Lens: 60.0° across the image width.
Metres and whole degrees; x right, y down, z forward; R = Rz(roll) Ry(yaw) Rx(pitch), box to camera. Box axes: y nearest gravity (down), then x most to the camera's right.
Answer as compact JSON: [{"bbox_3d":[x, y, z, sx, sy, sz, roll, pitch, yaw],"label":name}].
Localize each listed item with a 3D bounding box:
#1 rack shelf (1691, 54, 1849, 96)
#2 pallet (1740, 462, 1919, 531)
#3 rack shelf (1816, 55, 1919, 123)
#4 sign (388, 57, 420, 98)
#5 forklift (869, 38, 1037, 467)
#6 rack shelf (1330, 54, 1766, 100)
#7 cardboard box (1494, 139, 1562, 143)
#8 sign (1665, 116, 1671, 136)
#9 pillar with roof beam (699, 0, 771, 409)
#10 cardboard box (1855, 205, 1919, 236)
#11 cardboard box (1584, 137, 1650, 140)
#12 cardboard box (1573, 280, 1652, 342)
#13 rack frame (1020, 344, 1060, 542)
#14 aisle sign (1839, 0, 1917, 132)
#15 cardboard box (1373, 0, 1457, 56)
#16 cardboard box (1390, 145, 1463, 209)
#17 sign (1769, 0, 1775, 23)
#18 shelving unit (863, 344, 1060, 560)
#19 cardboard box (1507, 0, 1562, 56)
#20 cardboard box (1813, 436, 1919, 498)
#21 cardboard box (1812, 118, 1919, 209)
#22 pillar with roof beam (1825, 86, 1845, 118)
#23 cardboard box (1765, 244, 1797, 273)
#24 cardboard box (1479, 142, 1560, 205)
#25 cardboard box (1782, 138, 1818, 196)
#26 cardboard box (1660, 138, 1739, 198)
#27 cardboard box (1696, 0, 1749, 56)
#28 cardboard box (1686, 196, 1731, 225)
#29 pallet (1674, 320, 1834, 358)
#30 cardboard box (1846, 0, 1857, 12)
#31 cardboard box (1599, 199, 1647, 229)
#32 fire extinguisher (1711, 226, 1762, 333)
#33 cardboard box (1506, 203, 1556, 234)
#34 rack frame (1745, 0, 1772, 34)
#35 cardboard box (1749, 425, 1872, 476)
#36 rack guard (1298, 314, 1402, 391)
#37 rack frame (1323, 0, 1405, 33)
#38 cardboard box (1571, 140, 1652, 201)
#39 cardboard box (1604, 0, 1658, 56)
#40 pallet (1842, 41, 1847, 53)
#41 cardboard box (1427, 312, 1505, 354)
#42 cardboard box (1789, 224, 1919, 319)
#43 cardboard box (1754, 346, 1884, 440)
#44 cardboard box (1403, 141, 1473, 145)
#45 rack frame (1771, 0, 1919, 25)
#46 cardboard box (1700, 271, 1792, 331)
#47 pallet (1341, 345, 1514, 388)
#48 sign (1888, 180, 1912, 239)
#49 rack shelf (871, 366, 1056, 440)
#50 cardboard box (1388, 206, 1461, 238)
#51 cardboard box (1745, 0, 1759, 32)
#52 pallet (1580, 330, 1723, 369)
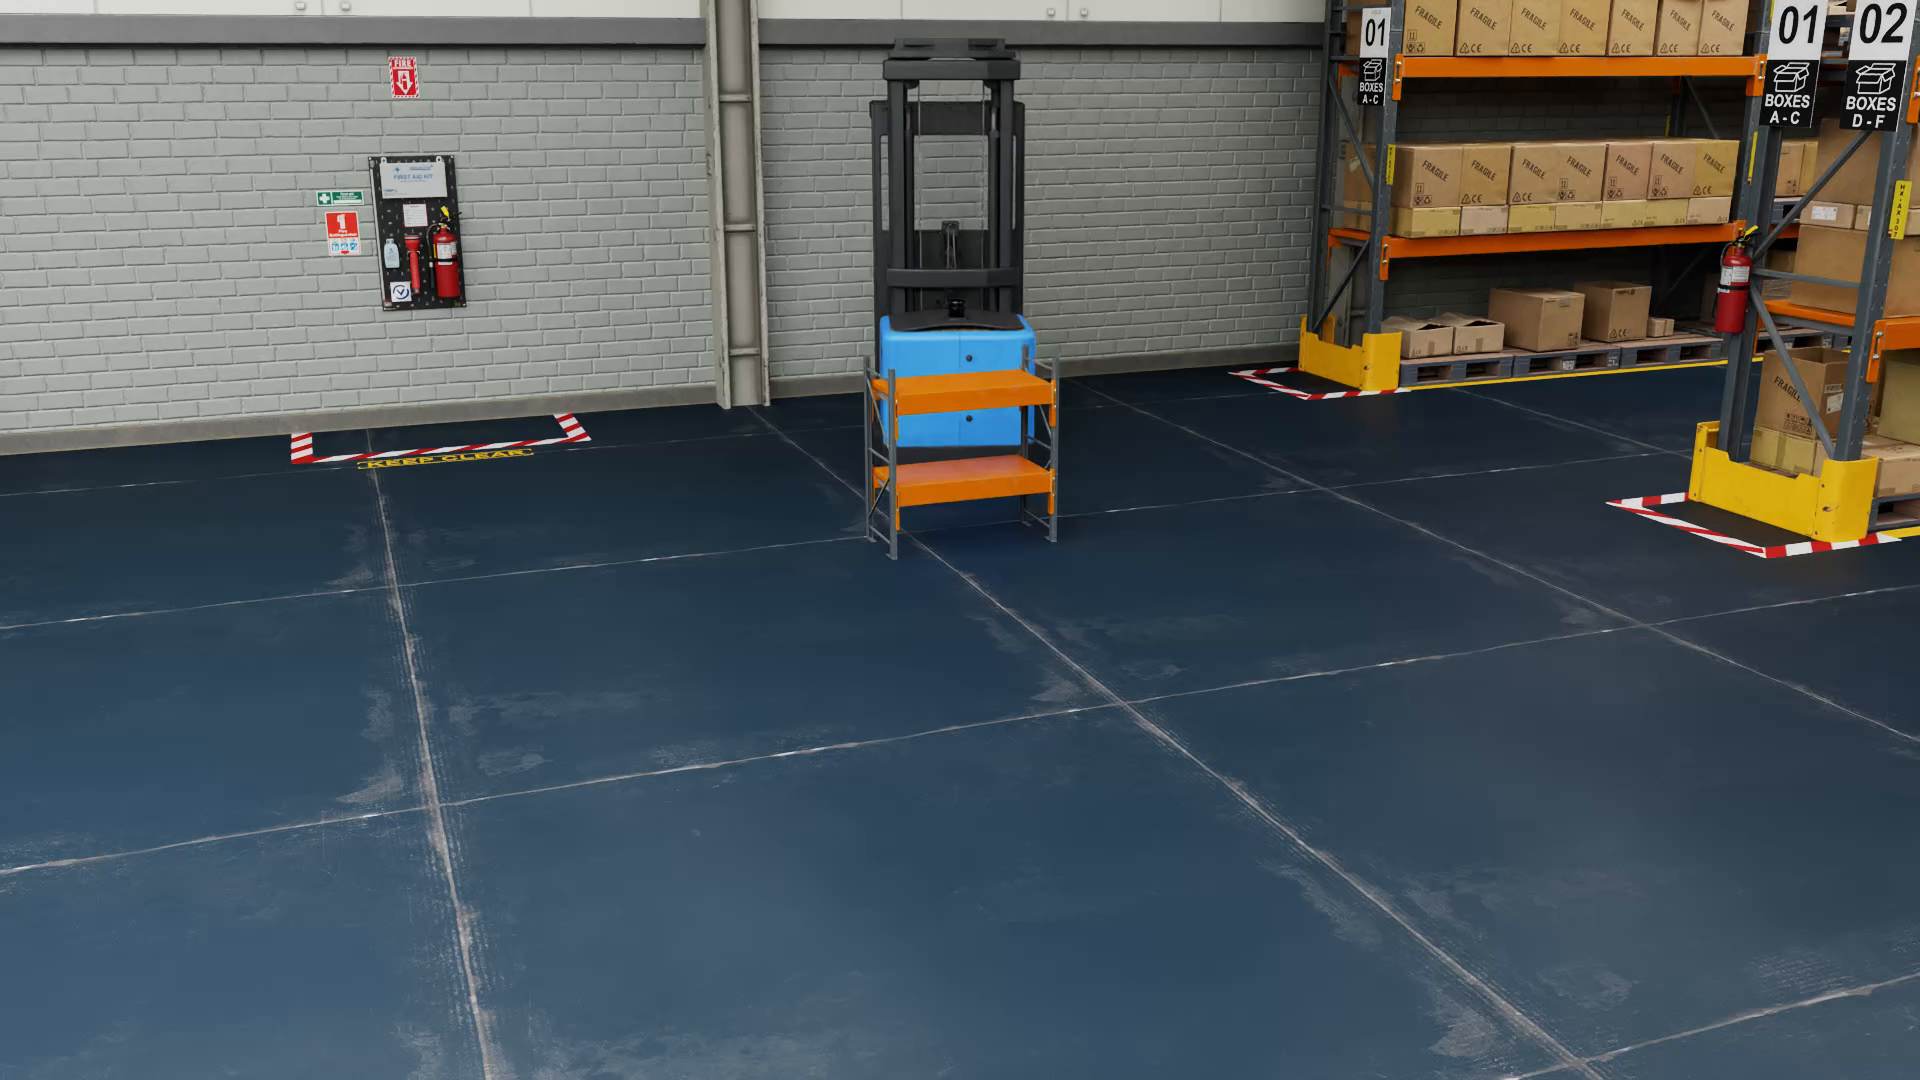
[{"bbox_3d":[9.036,-4.593,16.367,4.000,0.370,1.077,-6,17,-20],"label":"rack shelf"},{"bbox_3d":[5.909,-0.341,10.885,1.213,0.211,1.003,-6,17,-20],"label":"pallet"},{"bbox_3d":[7.077,-2.886,10.557,4.000,0.370,1.077,-6,17,-20],"label":"rack shelf"},{"bbox_3d":[-4.189,-3.485,12.530,0.199,0.298,0.001,-6,17,-20],"label":"sign"},{"bbox_3d":[-0.101,-2.159,12.247,1.130,2.935,3.031,-1,16,-4],"label":"forklift"},{"bbox_3d":[5.301,-4.189,14.994,4.000,0.370,1.077,-6,17,-20],"label":"rack shelf"},{"bbox_3d":[5.223,-3.447,15.412,0.500,0.500,0.500,-6,17,-19],"label":"cardboard box"},{"bbox_3d":[6.967,-3.998,16.335,0.005,0.325,0.100,-6,17,-20],"label":"sign"},{"bbox_3d":[-0.285,-4.333,8.882,0.400,9.000,9.100,-6,17,-20],"label":"pillar with roof beam"},{"bbox_3d":[5.653,-1.933,10.028,0.250,0.149,0.380,-6,18,-20],"label":"cardboard box"},{"bbox_3d":[6.171,-3.551,15.766,0.500,0.500,0.500,-6,17,-20],"label":"cardboard box"},{"bbox_3d":[6.214,-2.194,15.900,0.500,0.500,0.500,-8,18,-24],"label":"cardboard box"},{"bbox_3d":[0.481,-0.592,10.117,0.032,1.125,0.500,-6,17,-20],"label":"rack frame"},{"bbox_3d":[5.258,-2.751,9.528,0.004,0.787,0.394,-6,17,-20],"label":"aisle sign"},{"bbox_3d":[3.835,-4.358,14.080,0.500,0.500,0.500,-6,17,-19],"label":"cardboard box"},{"bbox_3d":[3.987,-3.160,14.436,0.500,0.500,0.500,-6,17,-20],"label":"cardboard box"},{"bbox_3d":[7.370,-4.842,15.023,0.005,0.325,0.100,-6,17,-20],"label":"sign"},{"bbox_3d":[0.006,-0.540,9.942,1.048,1.125,0.538,-6,17,-20],"label":"shelving unit"},{"bbox_3d":[4.833,-4.457,14.414,0.500,0.500,0.500,-5,17,-18],"label":"cardboard box"},{"bbox_3d":[5.790,-0.468,10.505,0.500,0.250,0.500,-6,17,-20],"label":"cardboard box"},{"bbox_3d":[5.700,-2.310,10.162,0.500,0.500,0.700,-6,17,-20],"label":"cardboard box"},{"bbox_3d":[10.921,-5.543,13.002,0.400,9.000,9.100,-6,17,-20],"label":"pillar with roof beam"},{"bbox_3d":[8.260,-2.792,16.608,0.500,0.250,0.500,-7,18,-21],"label":"cardboard box"},{"bbox_3d":[4.937,-3.258,14.768,0.500,0.500,0.500,-7,18,-22],"label":"cardboard box"},{"bbox_3d":[8.181,-3.653,16.255,0.500,0.500,0.700,-4,17,-14],"label":"cardboard box"},{"bbox_3d":[6.838,-3.465,15.475,0.500,0.500,0.500,-6,17,-20],"label":"cardboard box"},{"bbox_3d":[6.783,-4.678,15.167,0.500,0.500,0.500,-6,17,-19],"label":"cardboard box"},{"bbox_3d":[6.835,-3.107,15.586,0.500,0.250,0.500,-6,17,-20],"label":"cardboard box"},{"bbox_3d":[7.895,-2.038,16.663,1.213,0.211,1.003,-6,17,-20],"label":"pallet"},{"bbox_3d":[5.748,-3.405,9.869,0.637,0.503,0.797,-5,17,-16],"label":"cardboard box"},{"bbox_3d":[5.903,-3.004,15.236,0.500,0.250,0.500,-6,17,-20],"label":"cardboard box"},{"bbox_3d":[4.933,-1.664,10.578,0.183,0.674,0.296,-6,17,-20],"label":"fire extinguisher"},{"bbox_3d":[4.960,-2.903,14.891,0.500,0.250,0.500,-6,18,-21],"label":"cardboard box"},{"bbox_3d":[7.169,-6.175,15.157,0.127,3.000,1.000,-6,17,-20],"label":"rack frame"},{"bbox_3d":[5.605,-0.605,10.969,0.500,0.250,0.500,-6,17,-20],"label":"cardboard box"},{"bbox_3d":[3.505,-1.702,15.007,0.348,0.500,1.175,-6,17,-20],"label":"rack guard"},{"bbox_3d":[3.434,-5.772,13.783,0.127,3.000,1.000,-6,17,-20],"label":"rack frame"},{"bbox_3d":[5.900,-3.366,15.135,0.500,0.500,0.500,-7,18,-22],"label":"cardboard box"},{"bbox_3d":[5.805,-4.564,14.781,0.500,0.500,0.500,-7,18,-22],"label":"cardboard box"},{"bbox_3d":[8.751,-4.786,16.081,1.003,0.211,1.213,-6,17,-20],"label":"pallet"},{"bbox_3d":[4.644,-1.918,15.298,0.500,0.311,0.500,-5,17,-15],"label":"cardboard box"},{"bbox_3d":[5.650,-1.682,10.326,0.500,0.500,0.700,-6,17,-20],"label":"cardboard box"},{"bbox_3d":[5.604,-0.965,10.865,0.500,0.500,0.500,-6,17,-20],"label":"cardboard box"},{"bbox_3d":[4.271,-3.343,15.058,0.500,0.500,0.500,-6,17,-19],"label":"cardboard box"},{"bbox_3d":[5.210,-4.469,9.346,0.127,3.000,1.000,-6,17,-20],"label":"rack frame"},{"bbox_3d":[7.850,-2.387,16.560,0.500,0.500,0.700,-6,17,-18],"label":"cardboard box"},{"bbox_3d":[4.276,-1.636,15.295,1.213,0.211,1.003,-6,17,-20],"label":"pallet"},{"bbox_3d":[5.403,-1.897,9.559,0.005,0.325,0.100,-6,17,-20],"label":"sign"},{"bbox_3d":[0.006,-0.821,9.860,1.000,0.278,0.538,-6,17,-20],"label":"rack shelf"},{"bbox_3d":[4.003,-2.797,14.530,0.500,0.250,0.500,-7,18,-22],"label":"cardboard box"},{"bbox_3d":[7.708,-5.020,15.622,0.500,0.500,0.500,-4,17,-12],"label":"cardboard box"},{"bbox_3d":[6.554,-1.882,16.133,1.213,0.211,1.003,-6,17,-20],"label":"pallet"}]
